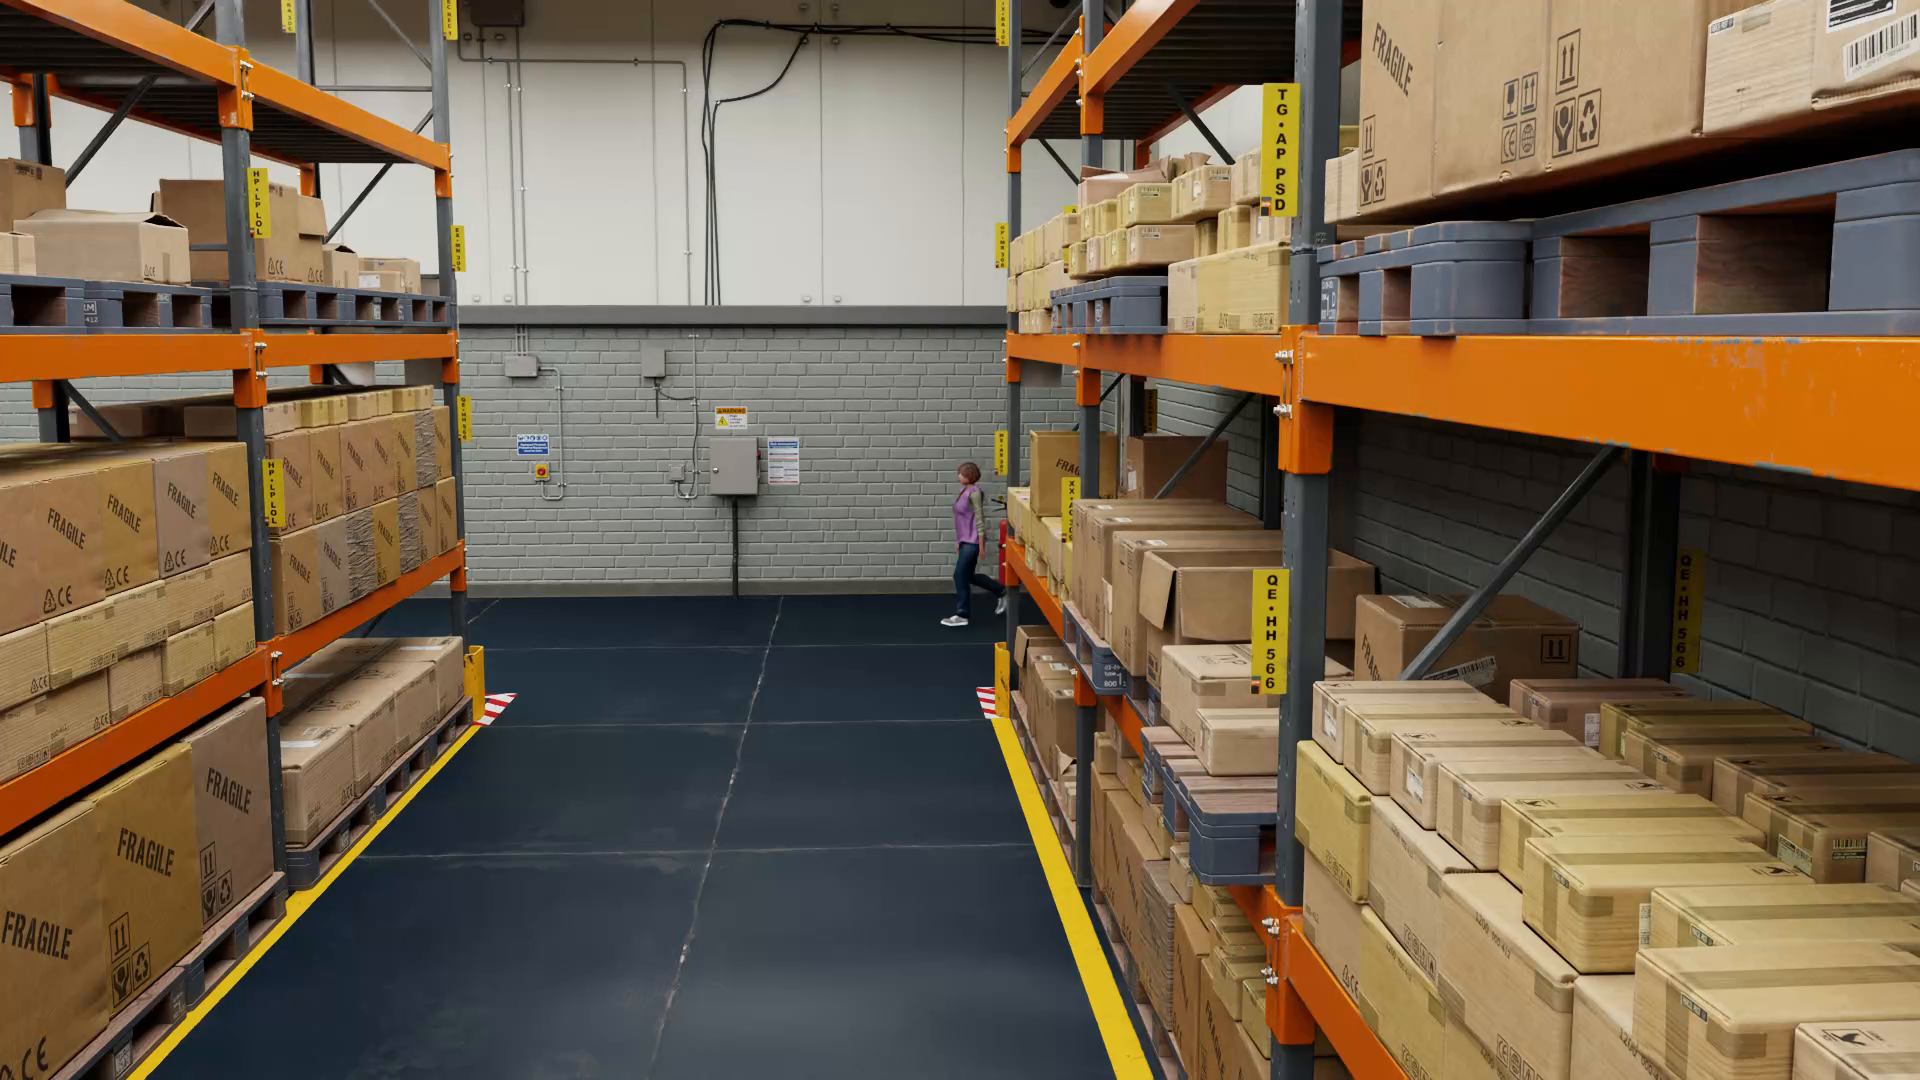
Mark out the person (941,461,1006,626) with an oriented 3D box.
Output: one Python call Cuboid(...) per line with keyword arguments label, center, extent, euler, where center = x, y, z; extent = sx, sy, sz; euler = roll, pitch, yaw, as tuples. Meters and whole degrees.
Cuboid(label="person", center=(0.174, 0.028, 15.993), extent=(0.759, 1.571, 0.406), euler=(-2, 7, -12))
